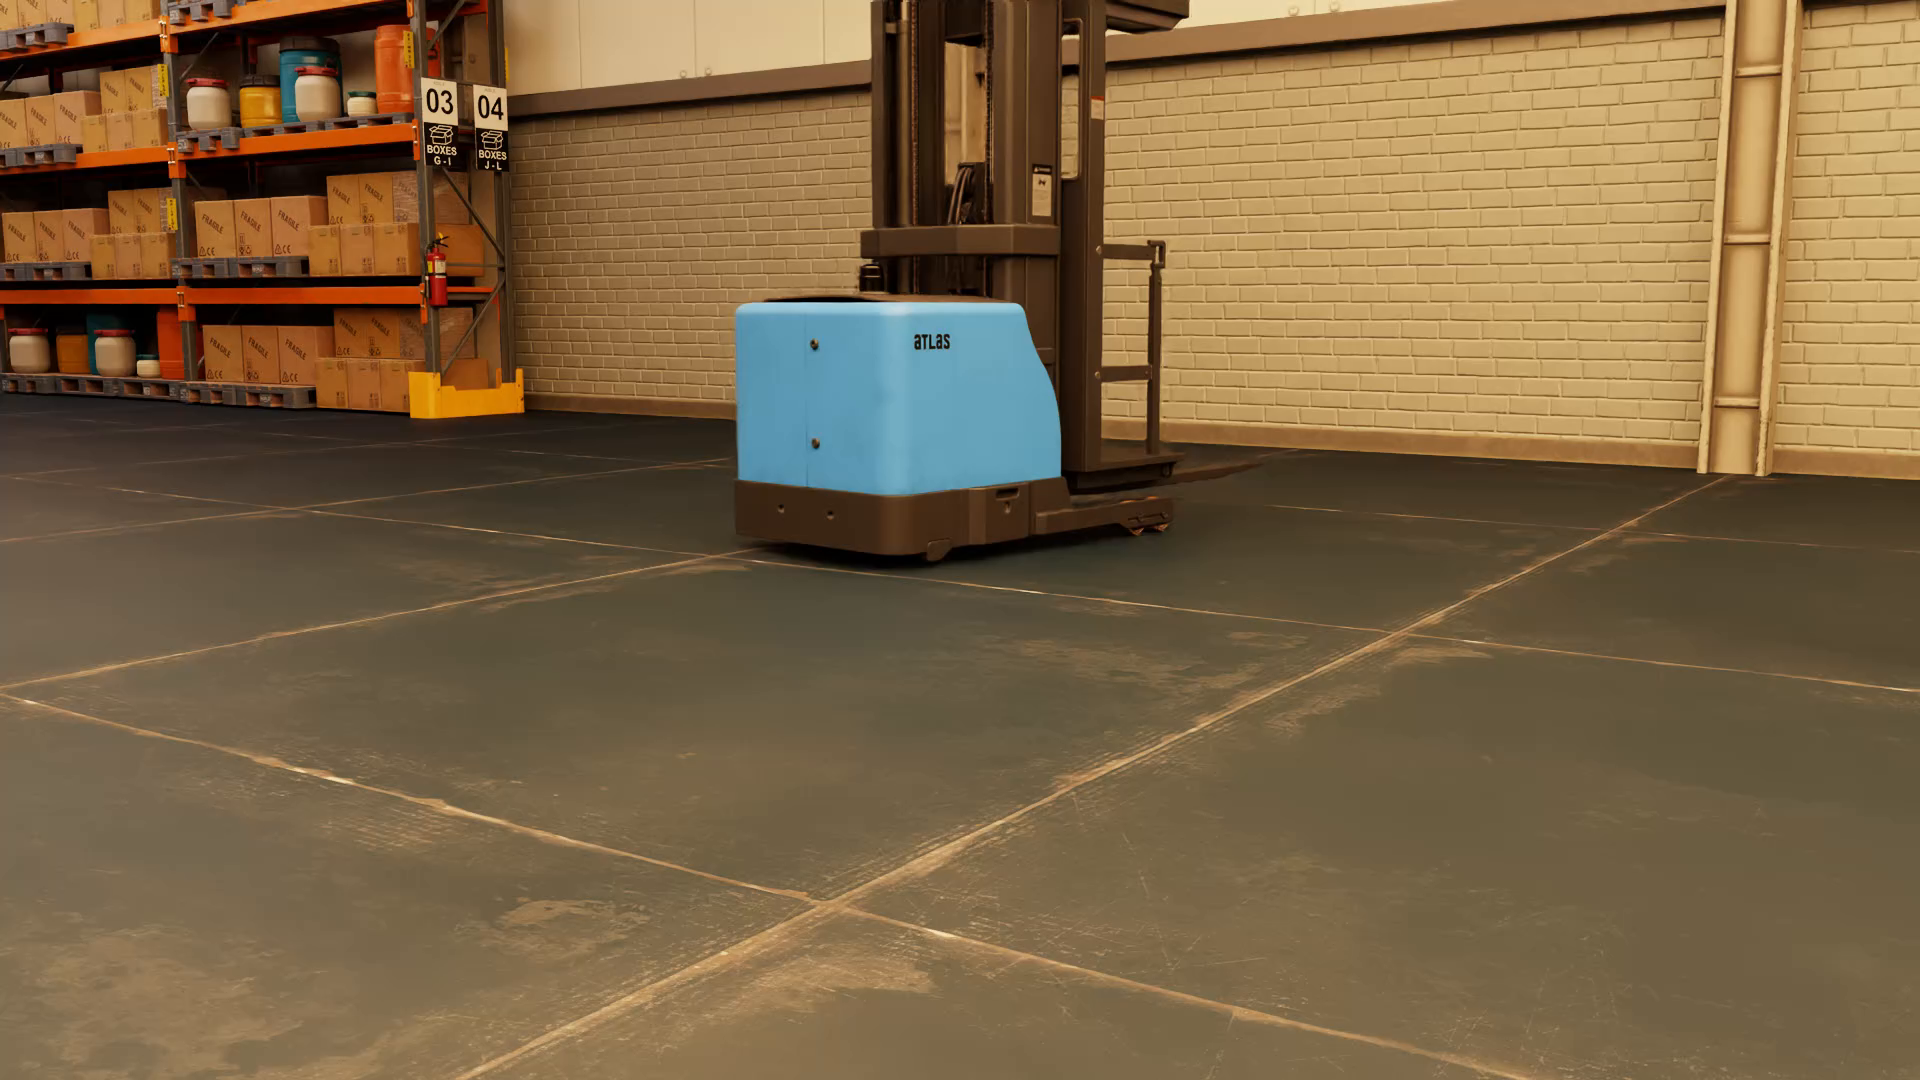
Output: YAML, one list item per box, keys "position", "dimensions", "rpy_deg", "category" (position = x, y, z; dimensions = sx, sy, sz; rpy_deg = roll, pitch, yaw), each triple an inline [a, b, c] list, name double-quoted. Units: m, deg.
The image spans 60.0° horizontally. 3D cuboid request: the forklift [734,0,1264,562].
- position: [0.371, -1.518, 7.871]
  dimensions: [1.130, 2.935, 3.031]
  rpy_deg: [7, 11, 42]
  category: "forklift"
